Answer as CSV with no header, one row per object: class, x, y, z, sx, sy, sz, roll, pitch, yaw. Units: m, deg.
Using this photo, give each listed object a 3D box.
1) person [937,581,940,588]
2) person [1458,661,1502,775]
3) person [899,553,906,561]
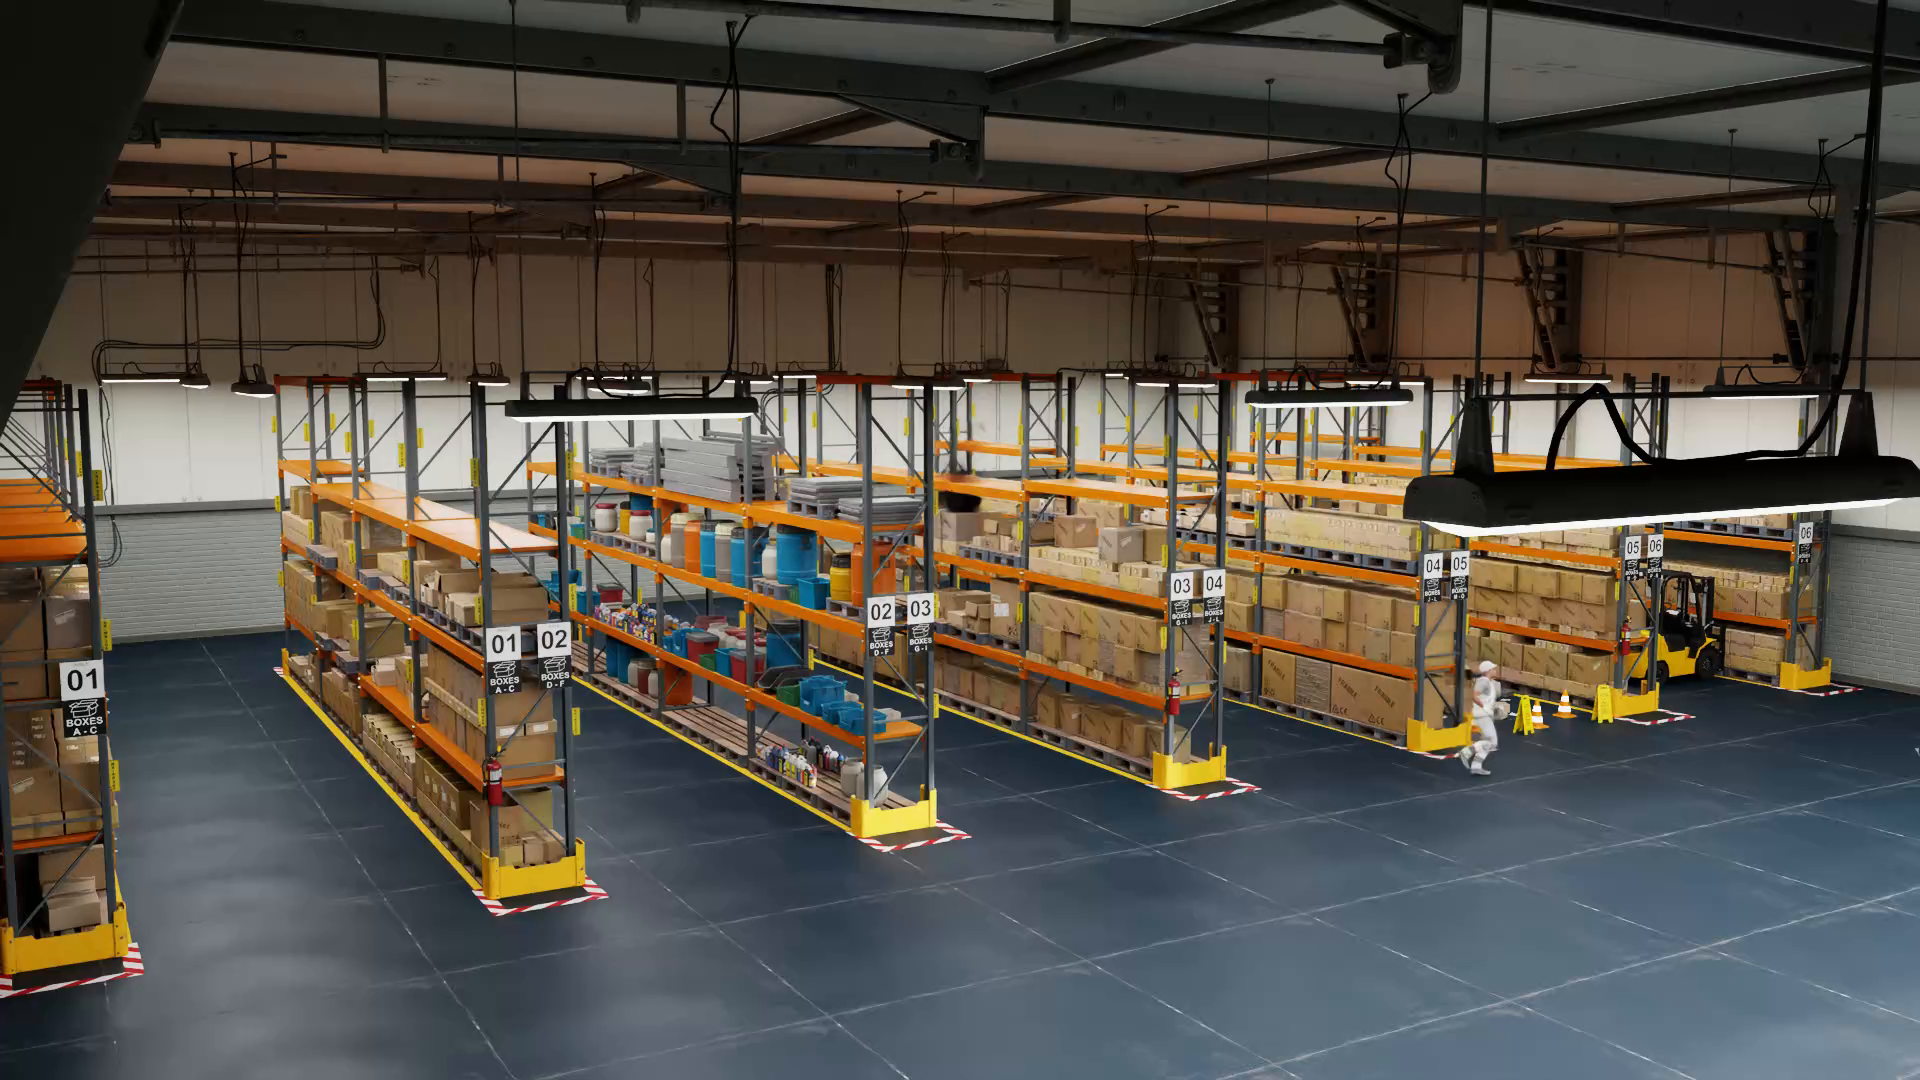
person,-0.495,1.678,35.158,0.559,1.627,0.556,-5,8,-38
person,7.986,2.700,25.497,0.610,1.690,0.720,2,7,20
person,-1.473,1.061,40.482,0.619,1.685,0.845,1,6,11
